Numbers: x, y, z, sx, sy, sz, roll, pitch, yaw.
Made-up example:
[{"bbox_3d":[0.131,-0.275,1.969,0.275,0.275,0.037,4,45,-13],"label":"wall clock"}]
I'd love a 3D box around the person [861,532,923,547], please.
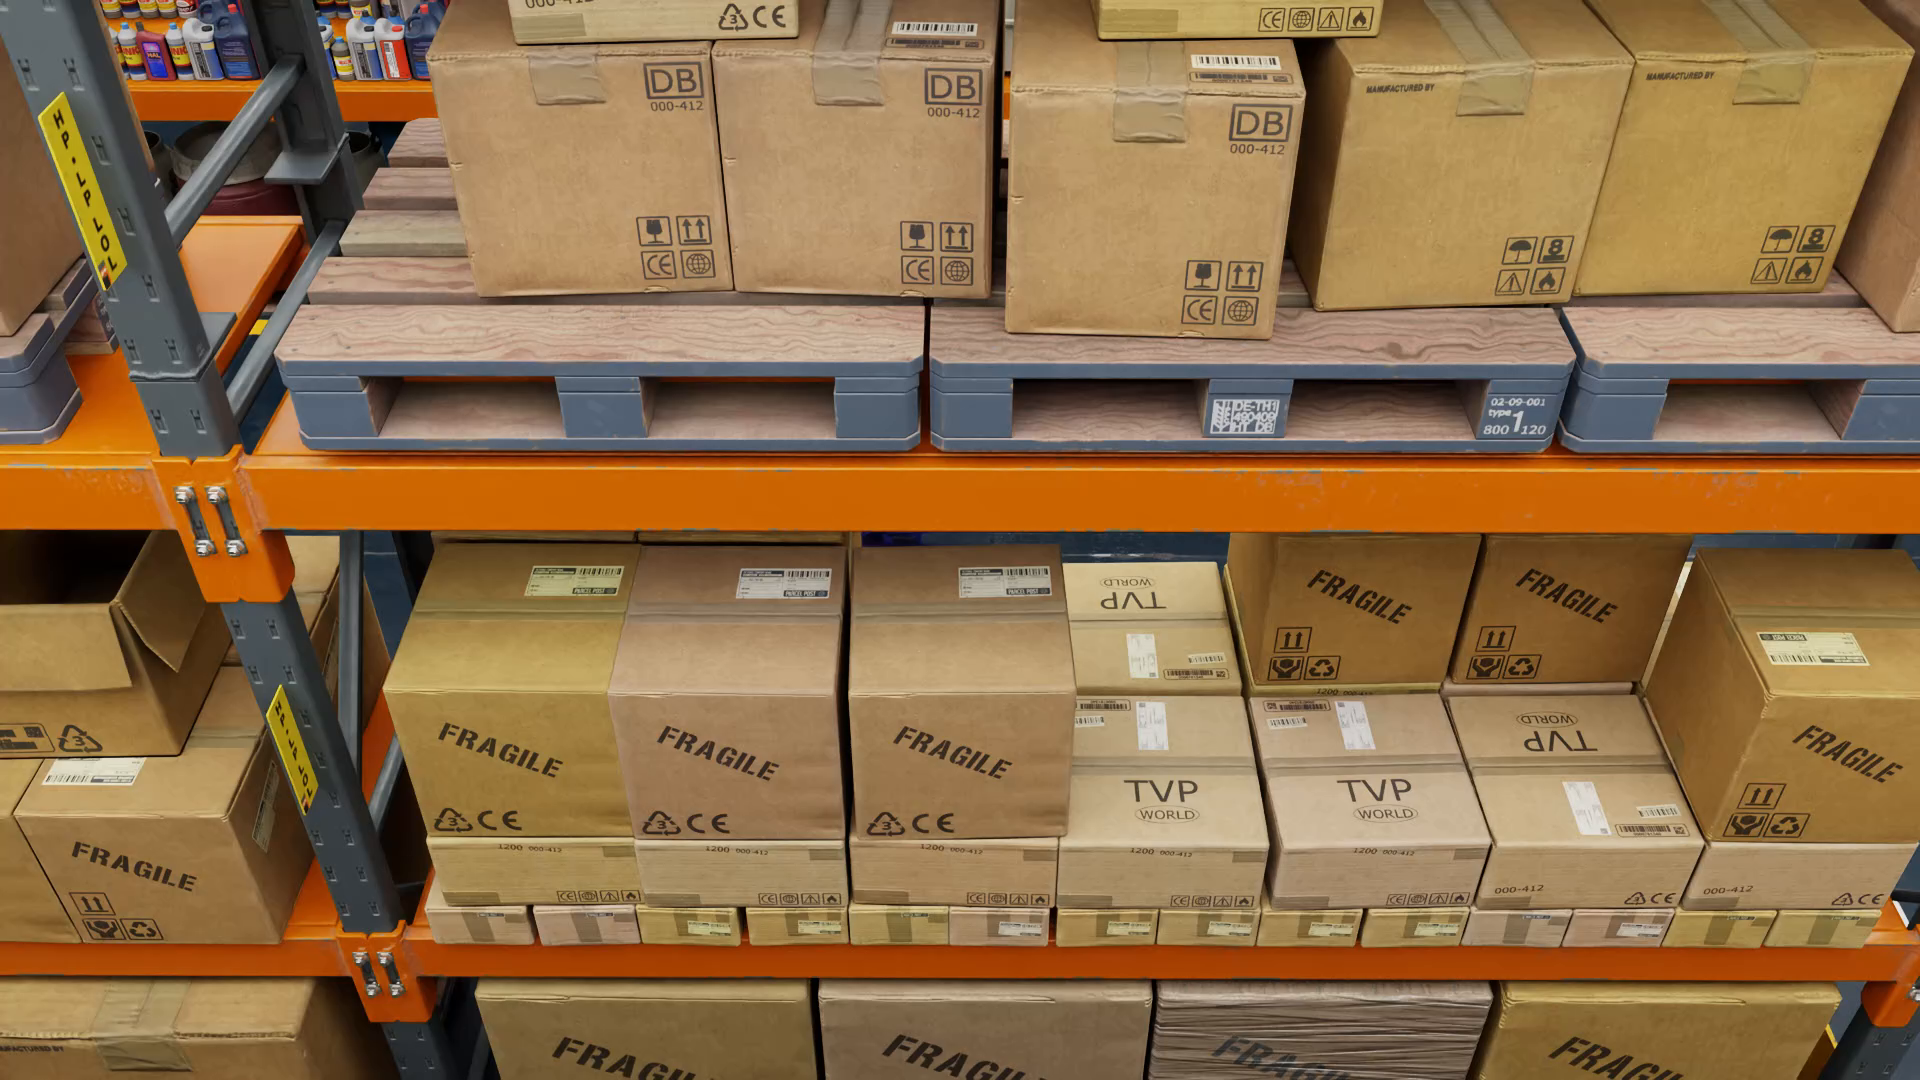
[{"bbox_3d":[-0.267,0.183,5.920,0.564,1.663,0.496,-5,40,-6],"label":"person"}]
